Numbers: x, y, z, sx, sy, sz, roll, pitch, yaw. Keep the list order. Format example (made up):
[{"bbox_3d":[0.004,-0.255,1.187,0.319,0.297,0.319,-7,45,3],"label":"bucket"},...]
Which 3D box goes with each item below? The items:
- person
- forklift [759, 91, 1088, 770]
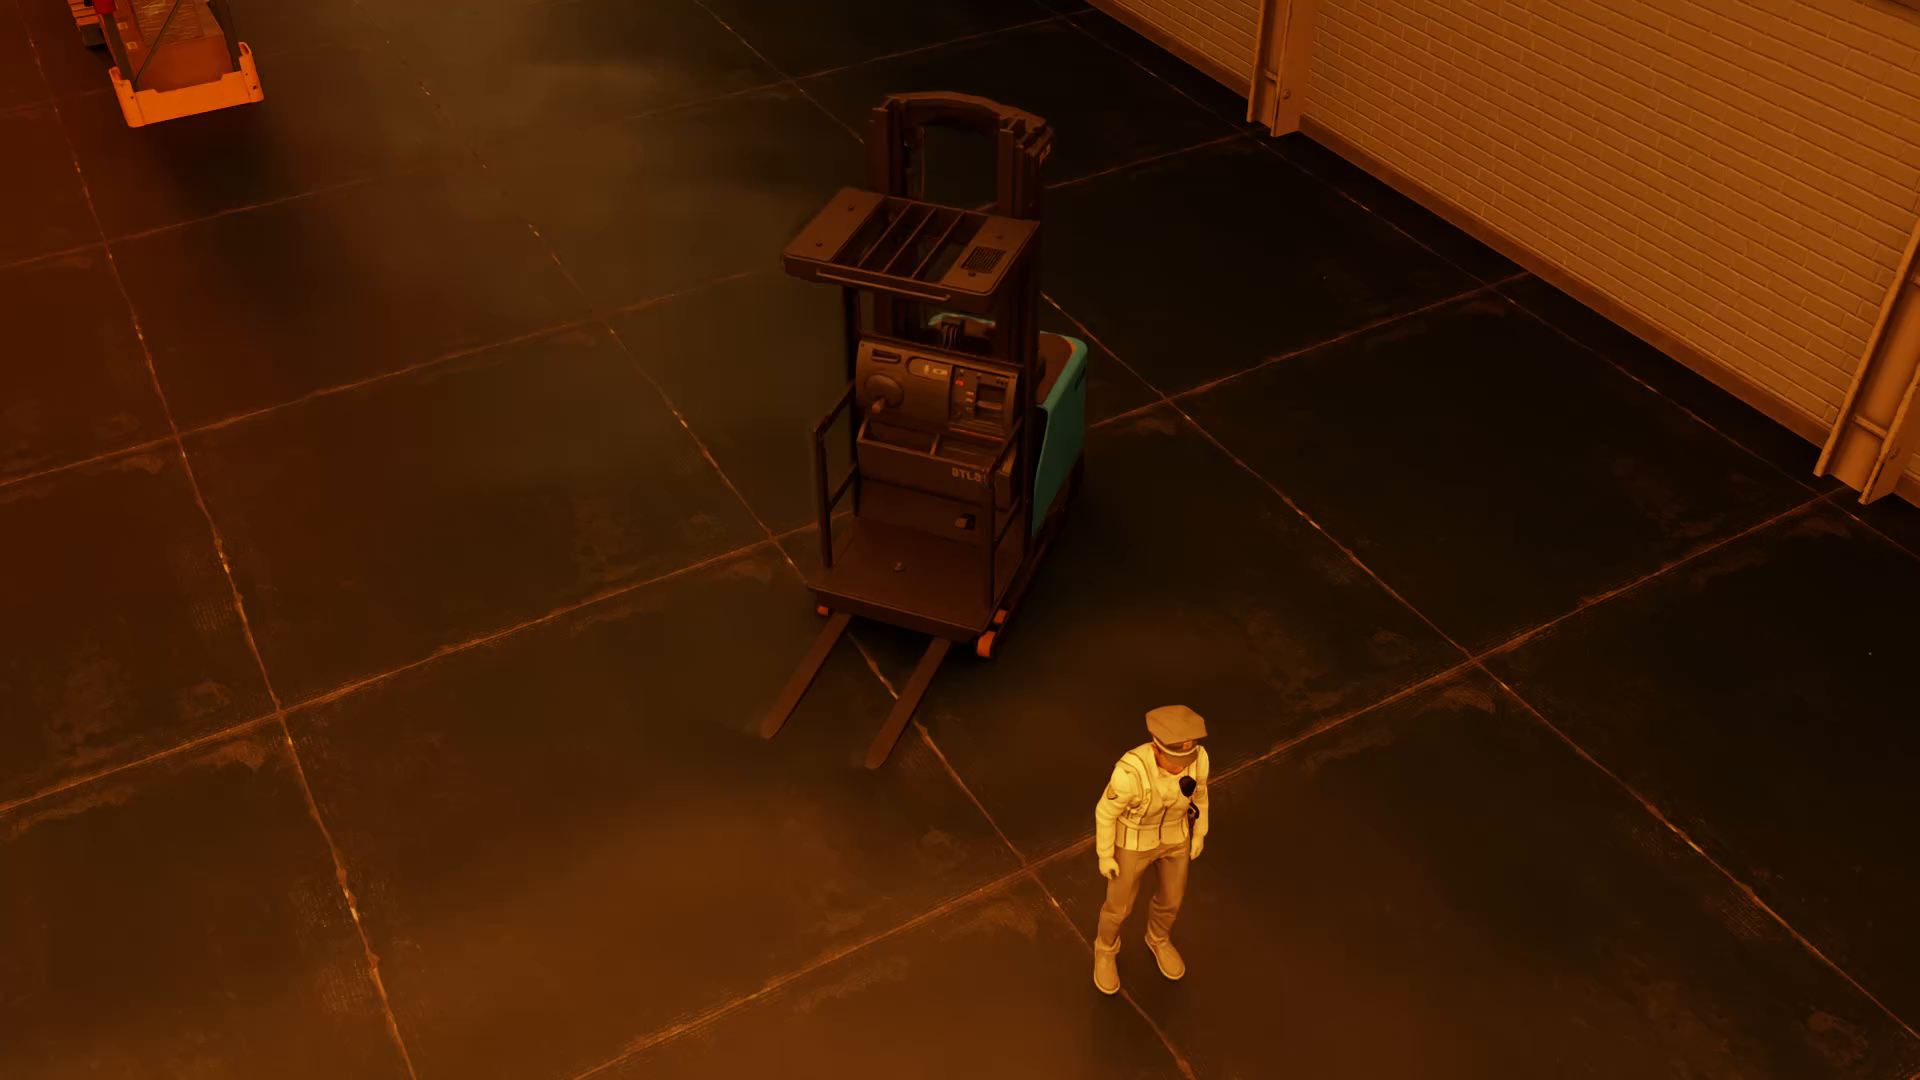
[{"bbox_3d":[0.858,1.352,7.403,0.529,1.663,0.374,-10,41,-12],"label":"person"},{"bbox_3d":[-0.207,-0.753,8.944,1.130,2.935,3.031,14,42,16],"label":"forklift"}]
